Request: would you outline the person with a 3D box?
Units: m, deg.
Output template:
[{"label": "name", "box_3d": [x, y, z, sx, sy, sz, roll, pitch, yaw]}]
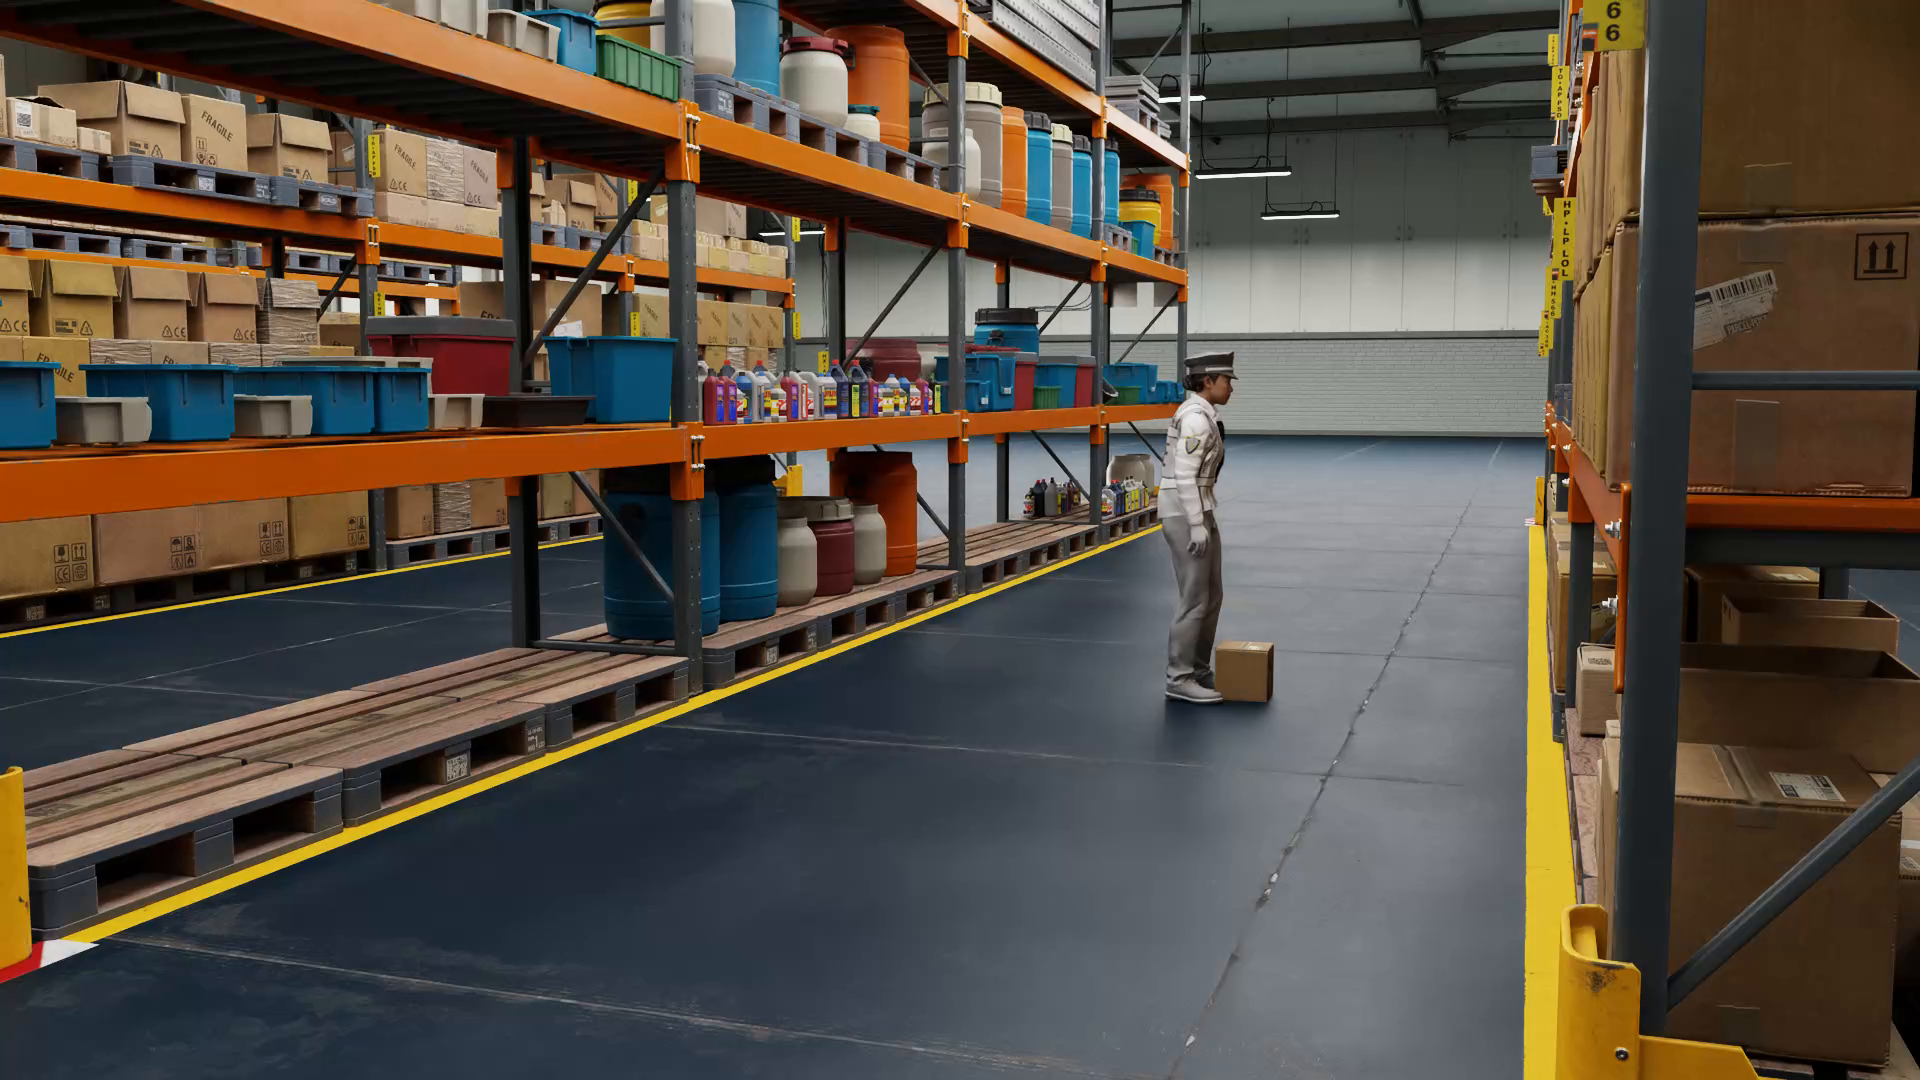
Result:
[{"label": "person", "box_3d": [1.164, -0.077, 8.039, 0.413, 1.665, 0.546, 1, 6, 15]}]
